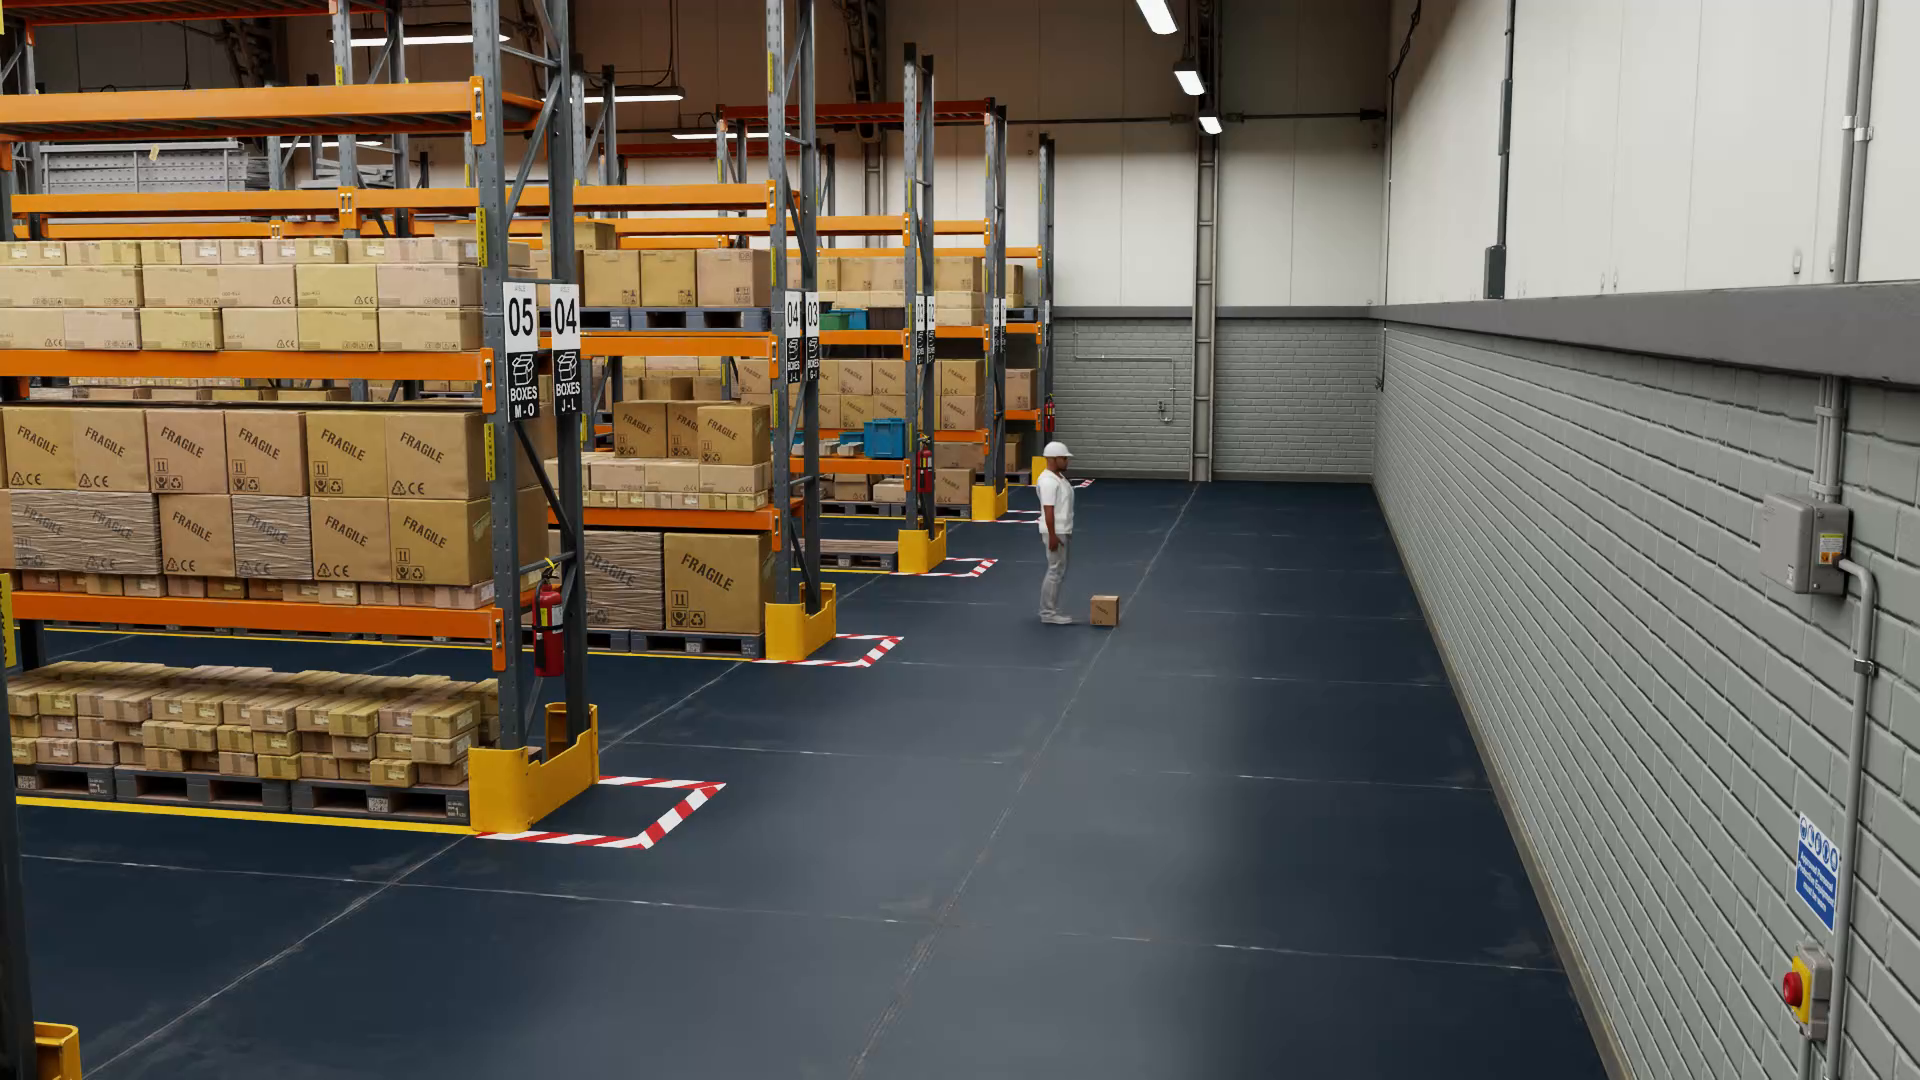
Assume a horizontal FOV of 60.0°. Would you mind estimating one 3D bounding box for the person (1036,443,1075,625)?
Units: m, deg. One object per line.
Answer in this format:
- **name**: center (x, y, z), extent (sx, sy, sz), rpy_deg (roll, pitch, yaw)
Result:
- **person**: center (0.946, -0.067, 16.267), extent (0.364, 1.776, 0.563), rpy_deg (2, 8, 13)
